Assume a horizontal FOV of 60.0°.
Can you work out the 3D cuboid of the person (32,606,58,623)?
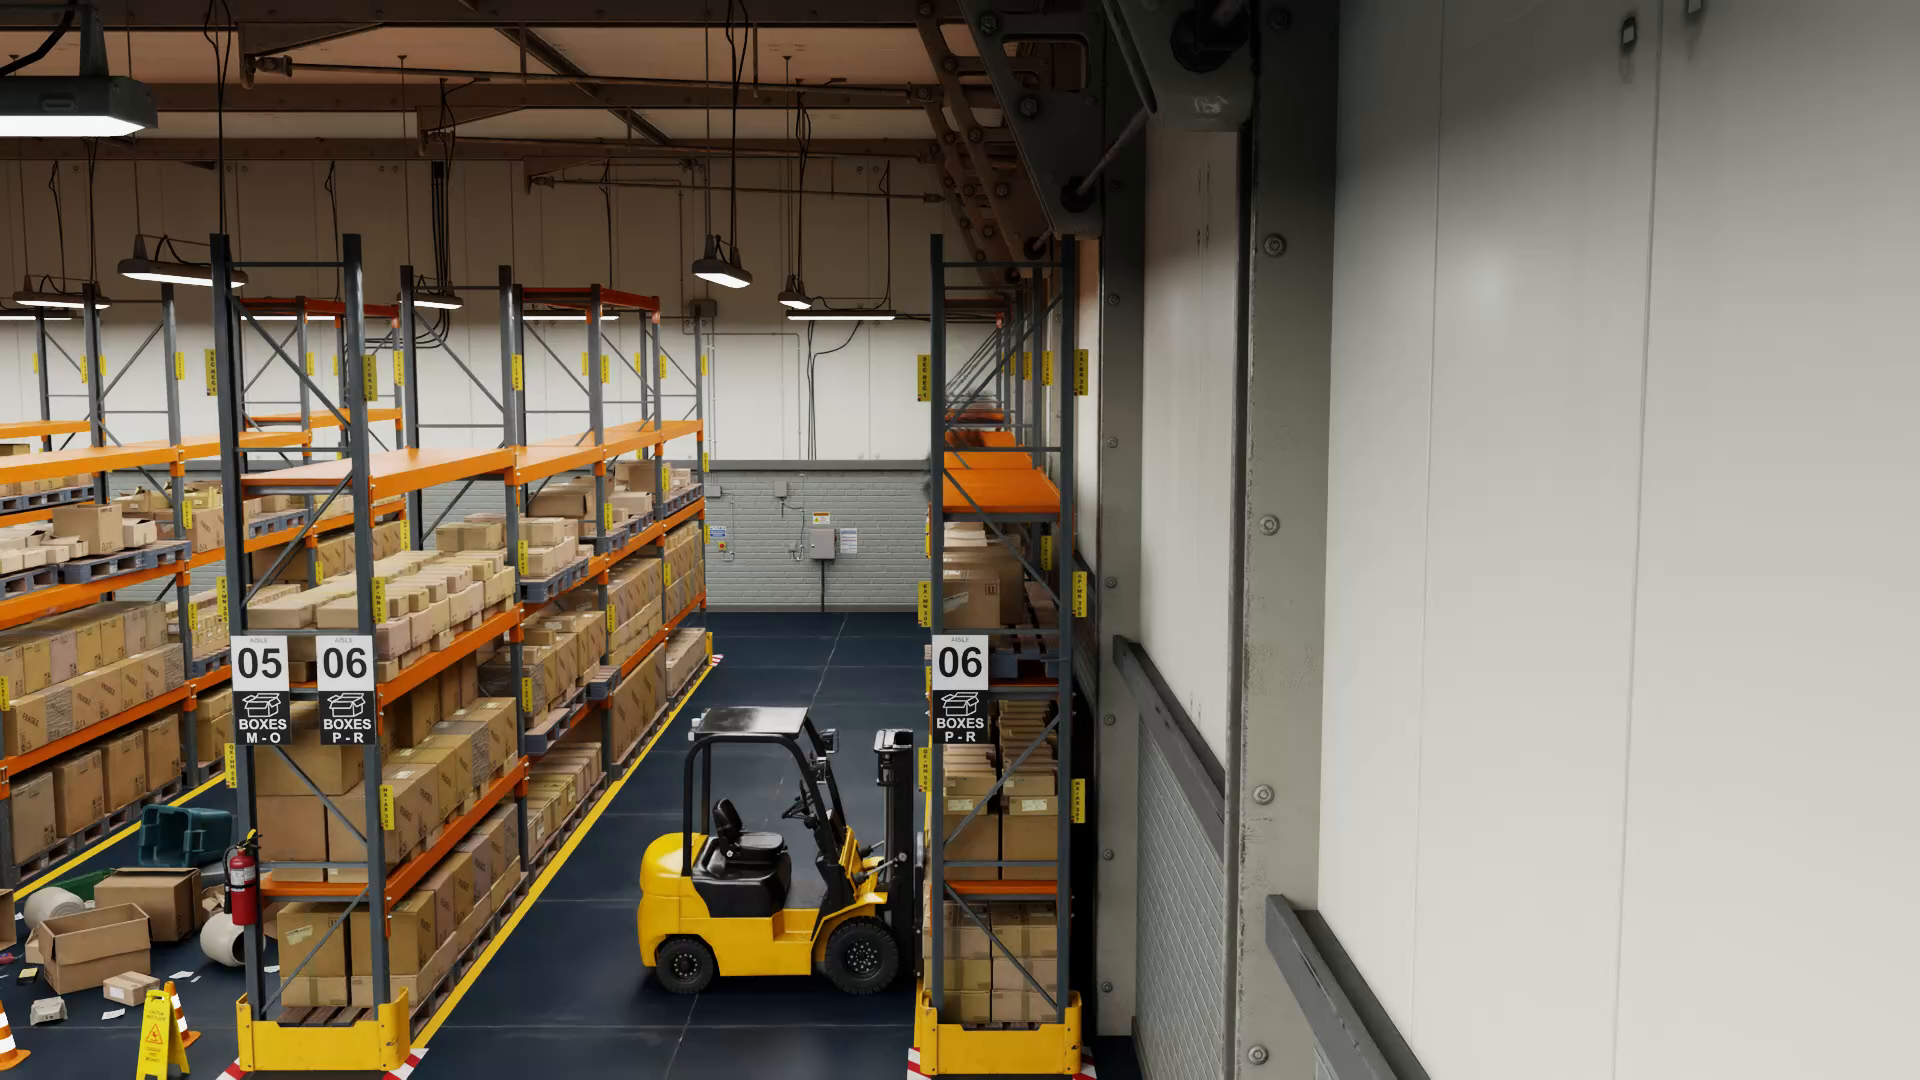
[{"bbox_3d":[-12.768,1.710,23.409,0.650,1.755,0.826,-1,6,-9],"label":"person"}]
